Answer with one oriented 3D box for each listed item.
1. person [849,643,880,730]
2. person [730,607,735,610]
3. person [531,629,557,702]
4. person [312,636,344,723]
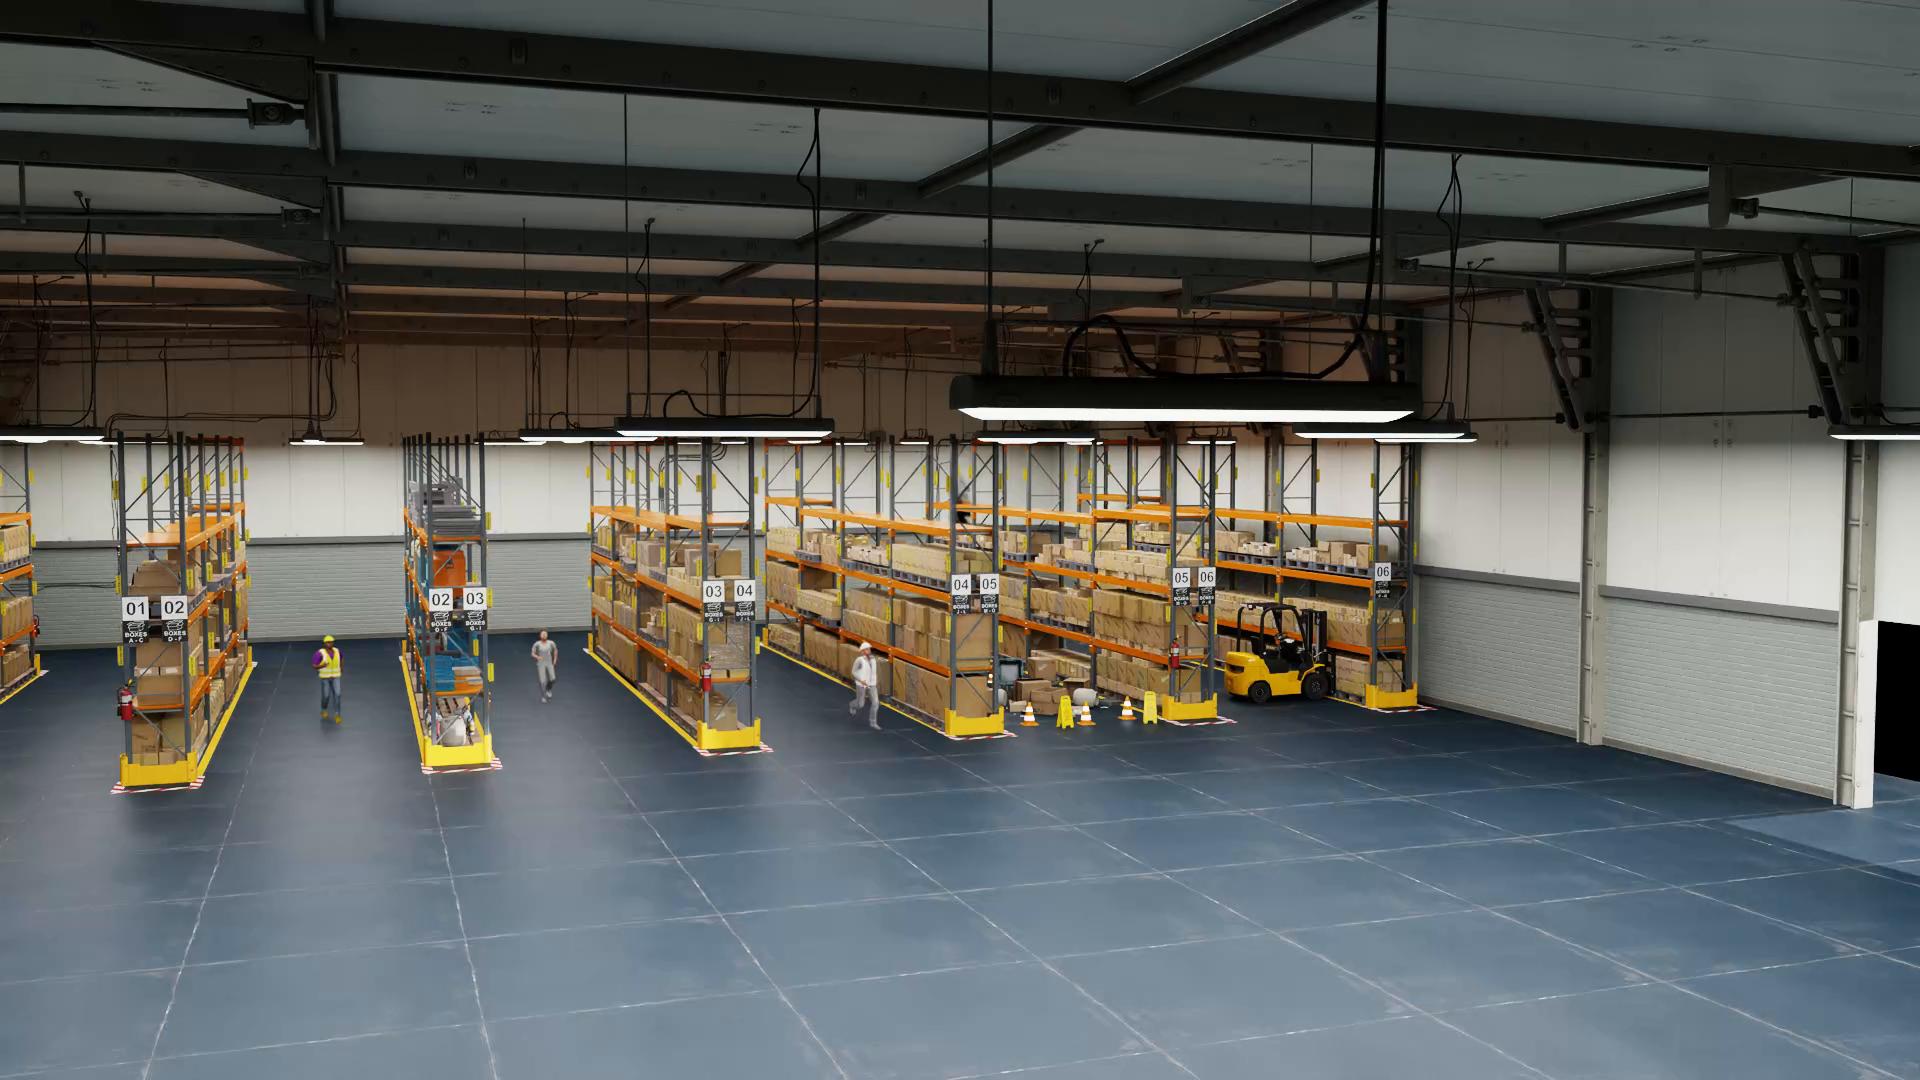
[{"bbox_3d":[-1.943,2.982,34.173,0.643,1.759,0.998,-2,4,-31],"label":"person"},{"bbox_3d":[-6.480,2.180,47.026,0.650,1.782,0.961,-1,3,-15],"label":"person"},{"bbox_3d":[-9.323,2.828,37.389,0.612,1.639,0.537,-2,4,-26],"label":"person"},{"bbox_3d":[-13.149,2.889,34.697,0.688,1.788,0.891,-2,4,-35],"label":"person"}]
